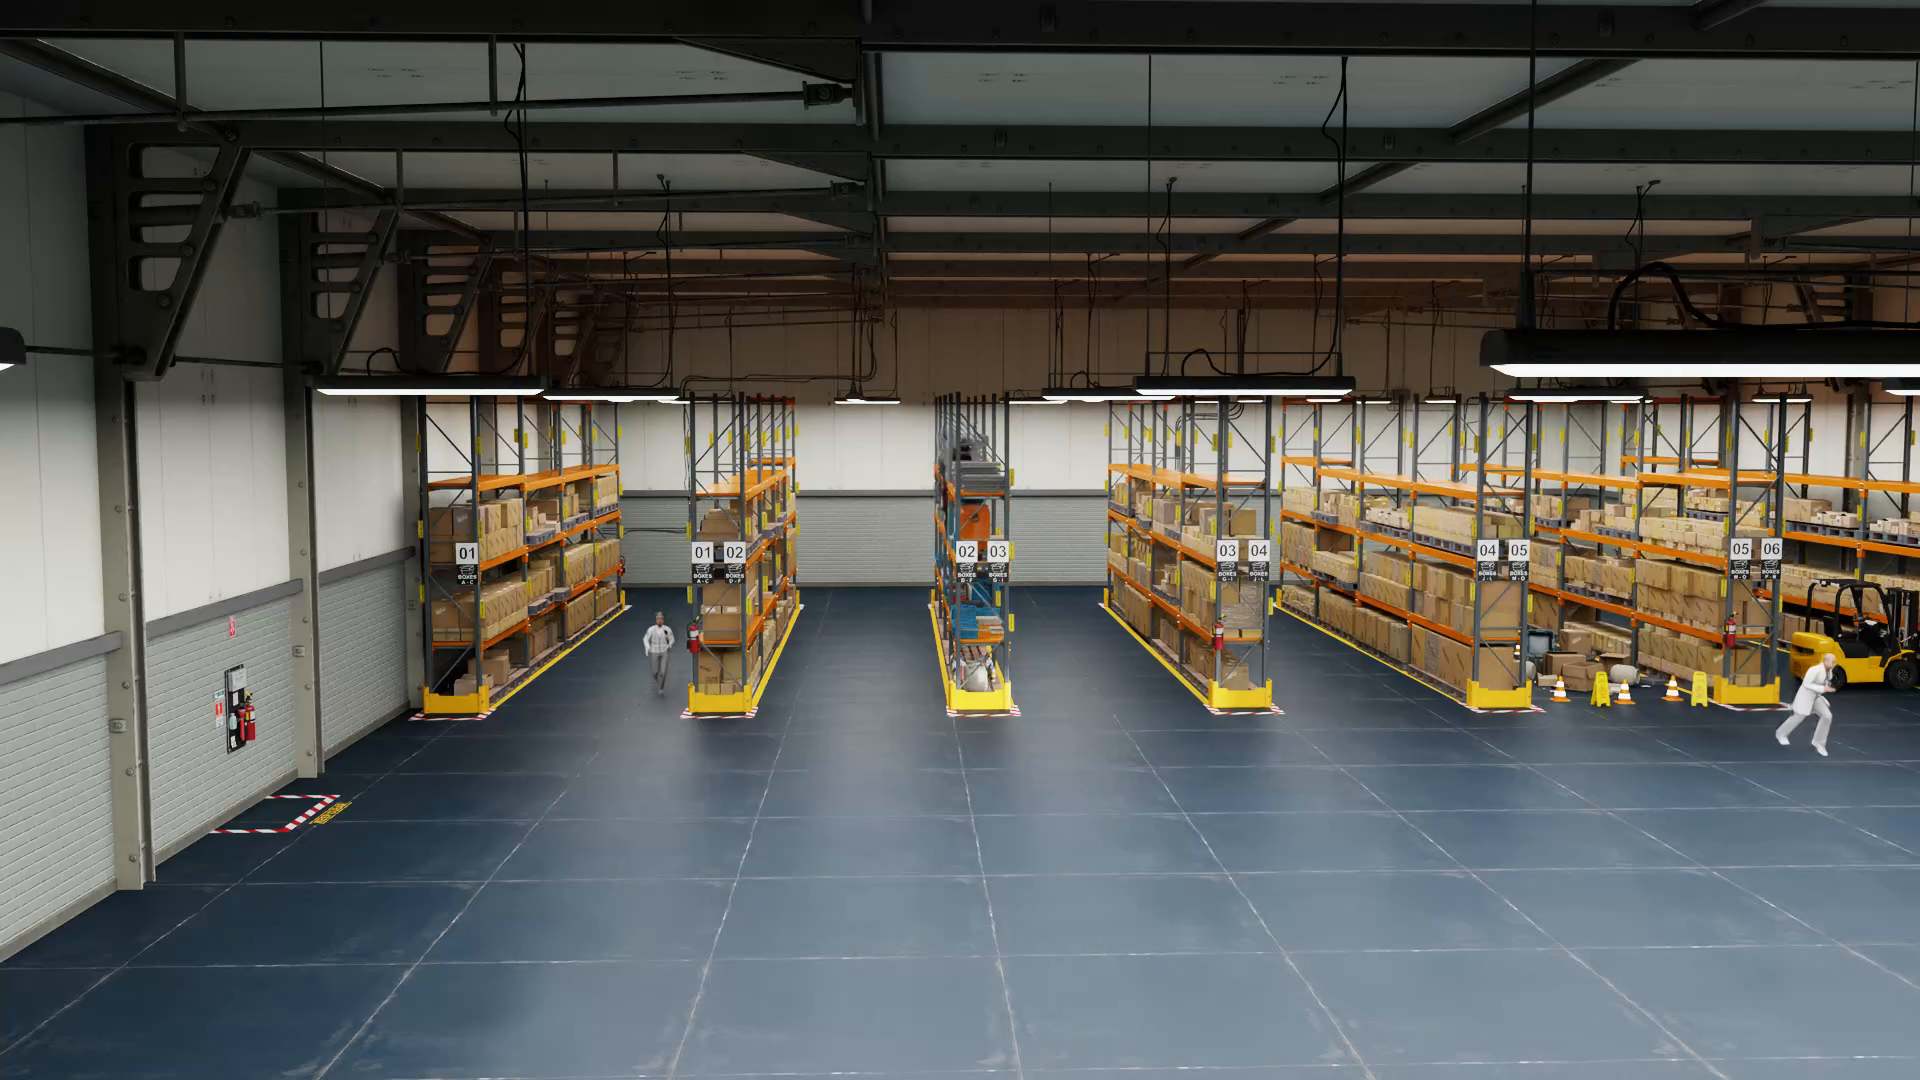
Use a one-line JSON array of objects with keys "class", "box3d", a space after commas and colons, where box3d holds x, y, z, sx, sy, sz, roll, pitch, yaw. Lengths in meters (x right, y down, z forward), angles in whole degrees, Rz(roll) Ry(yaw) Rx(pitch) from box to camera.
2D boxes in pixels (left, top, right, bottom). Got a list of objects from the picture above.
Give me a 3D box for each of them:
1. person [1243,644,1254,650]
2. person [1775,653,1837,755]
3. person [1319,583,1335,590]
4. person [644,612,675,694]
[{"class": "person", "box3d": [6.867, 1.782, 39.180, 0.563, 1.609, 0.534, -1, 5, -9]}, {"class": "person", "box3d": [14.100, 2.707, 27.668, 0.753, 1.725, 1.072, -3, 5, -29]}, {"class": "person", "box3d": [10.627, 0.950, 48.605, 0.758, 1.765, 0.915, -4, 6, -40]}, {"class": "person", "box3d": [-5.976, 2.256, 33.093, 0.614, 1.646, 0.545, -1, 5, -12]}]
